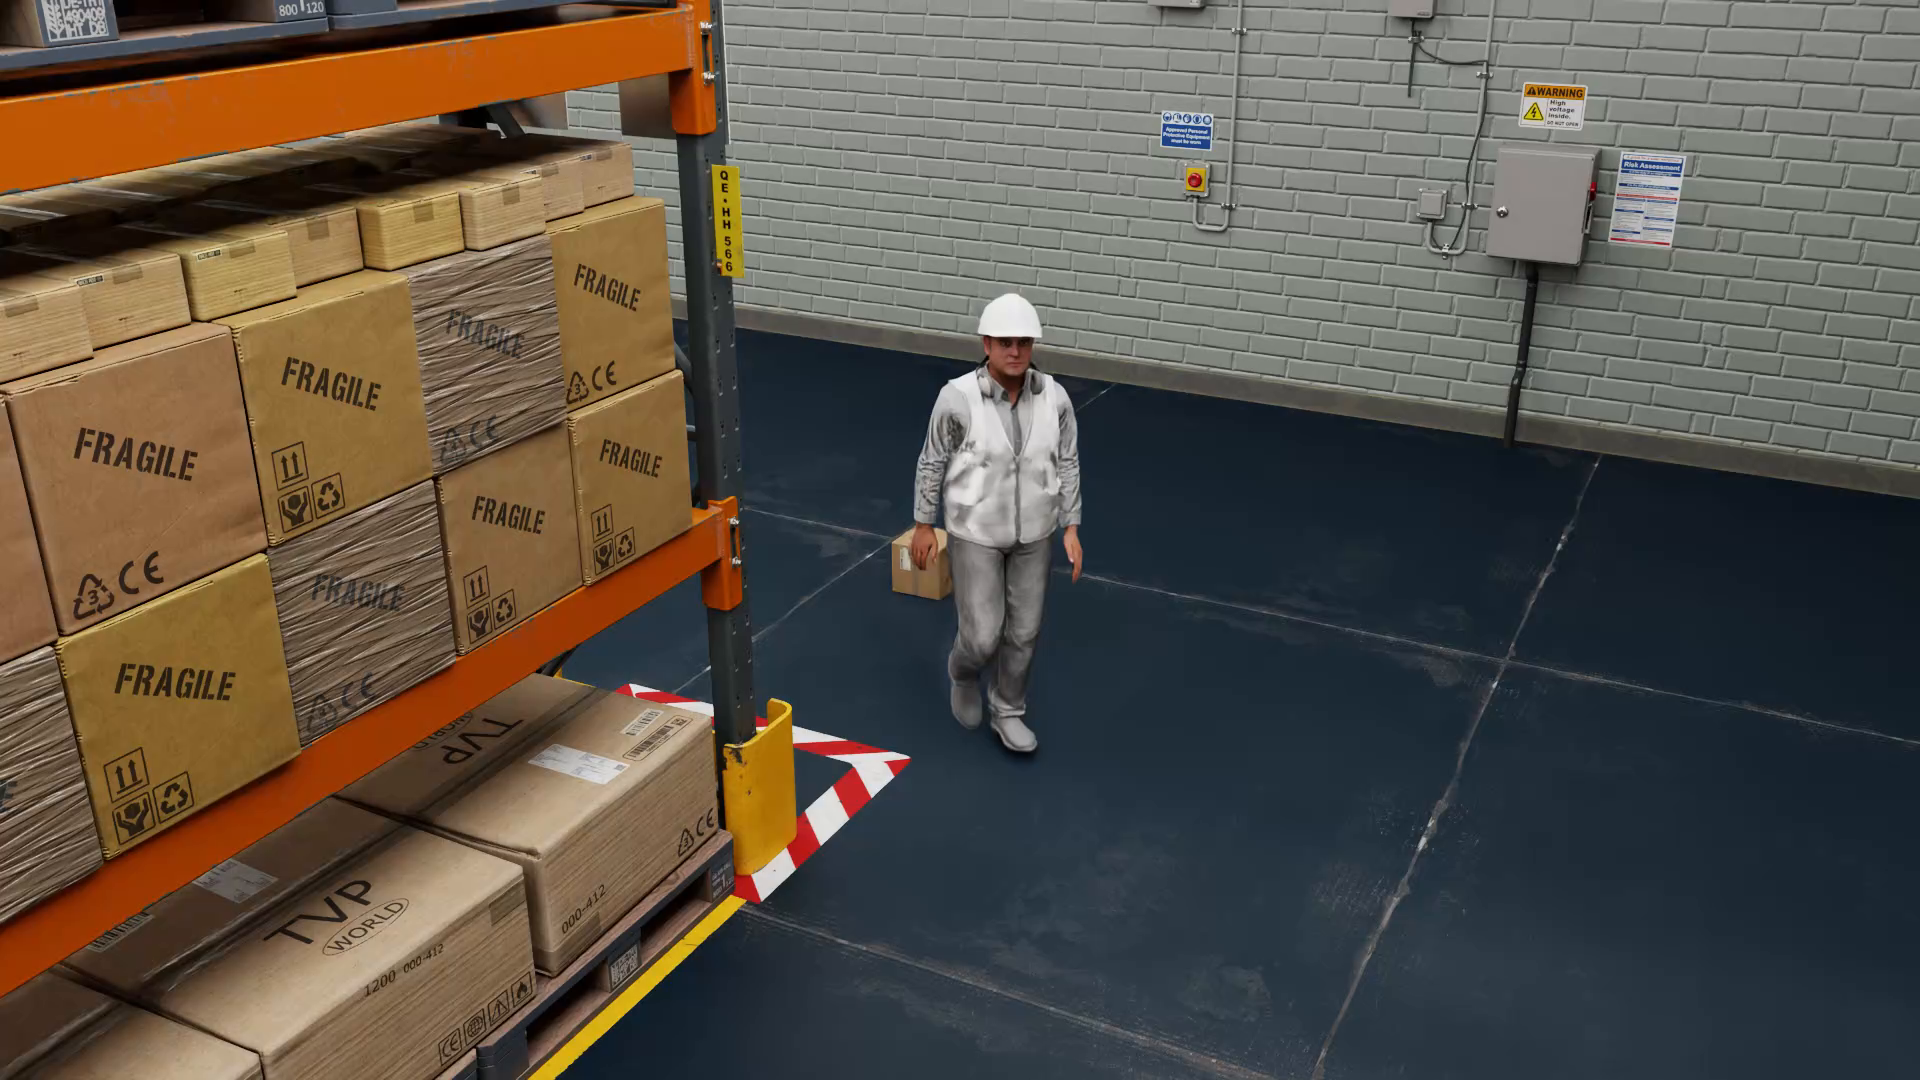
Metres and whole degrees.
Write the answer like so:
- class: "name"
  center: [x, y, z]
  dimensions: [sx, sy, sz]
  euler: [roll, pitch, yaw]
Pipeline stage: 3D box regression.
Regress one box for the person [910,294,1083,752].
- class: "person"
  center: [0.136, -0.043, 6.105]
  dimensions: [0.599, 1.758, 0.518]
  euler: [-8, 24, -18]
